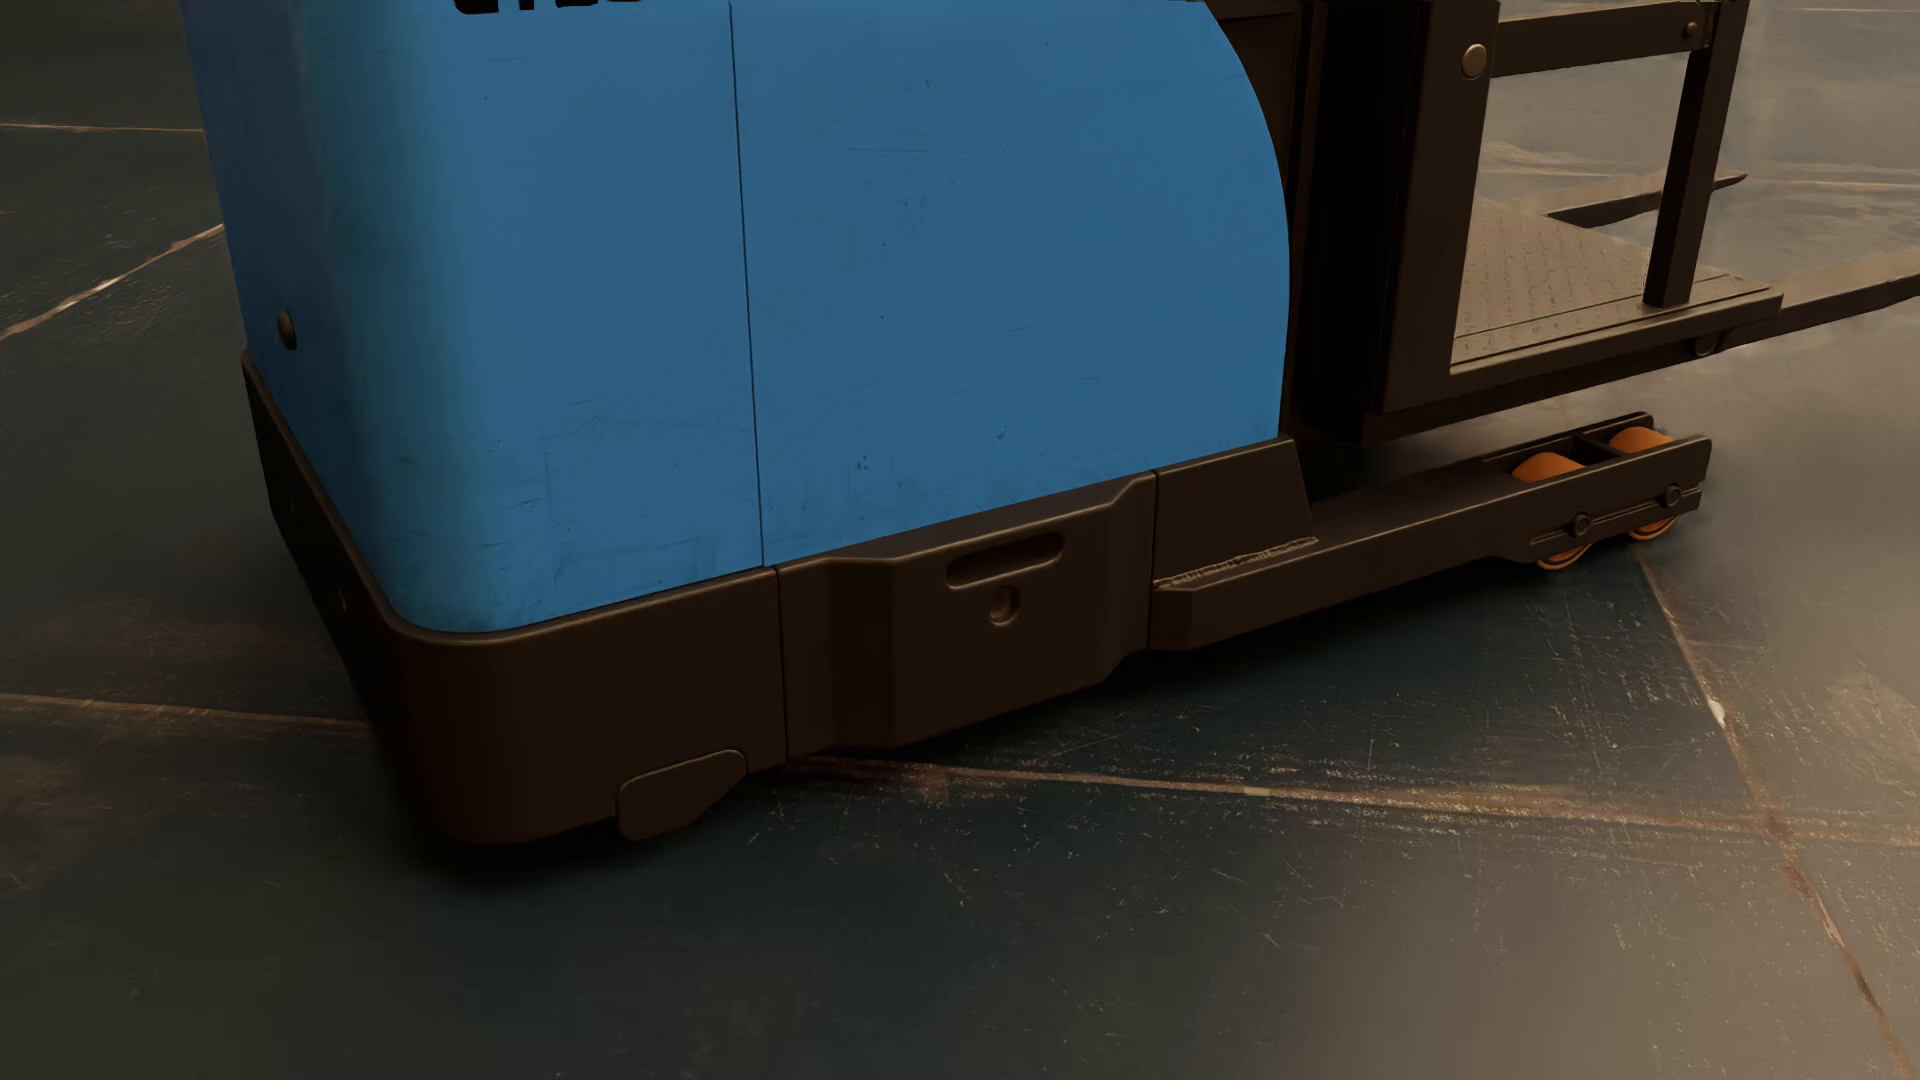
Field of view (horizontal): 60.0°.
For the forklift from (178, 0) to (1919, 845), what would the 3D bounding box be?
[{"bbox_3d":[0.528,-1.457,2.138,3.031,2.935,1.130,-15,30,-27],"label":"forklift"}]
